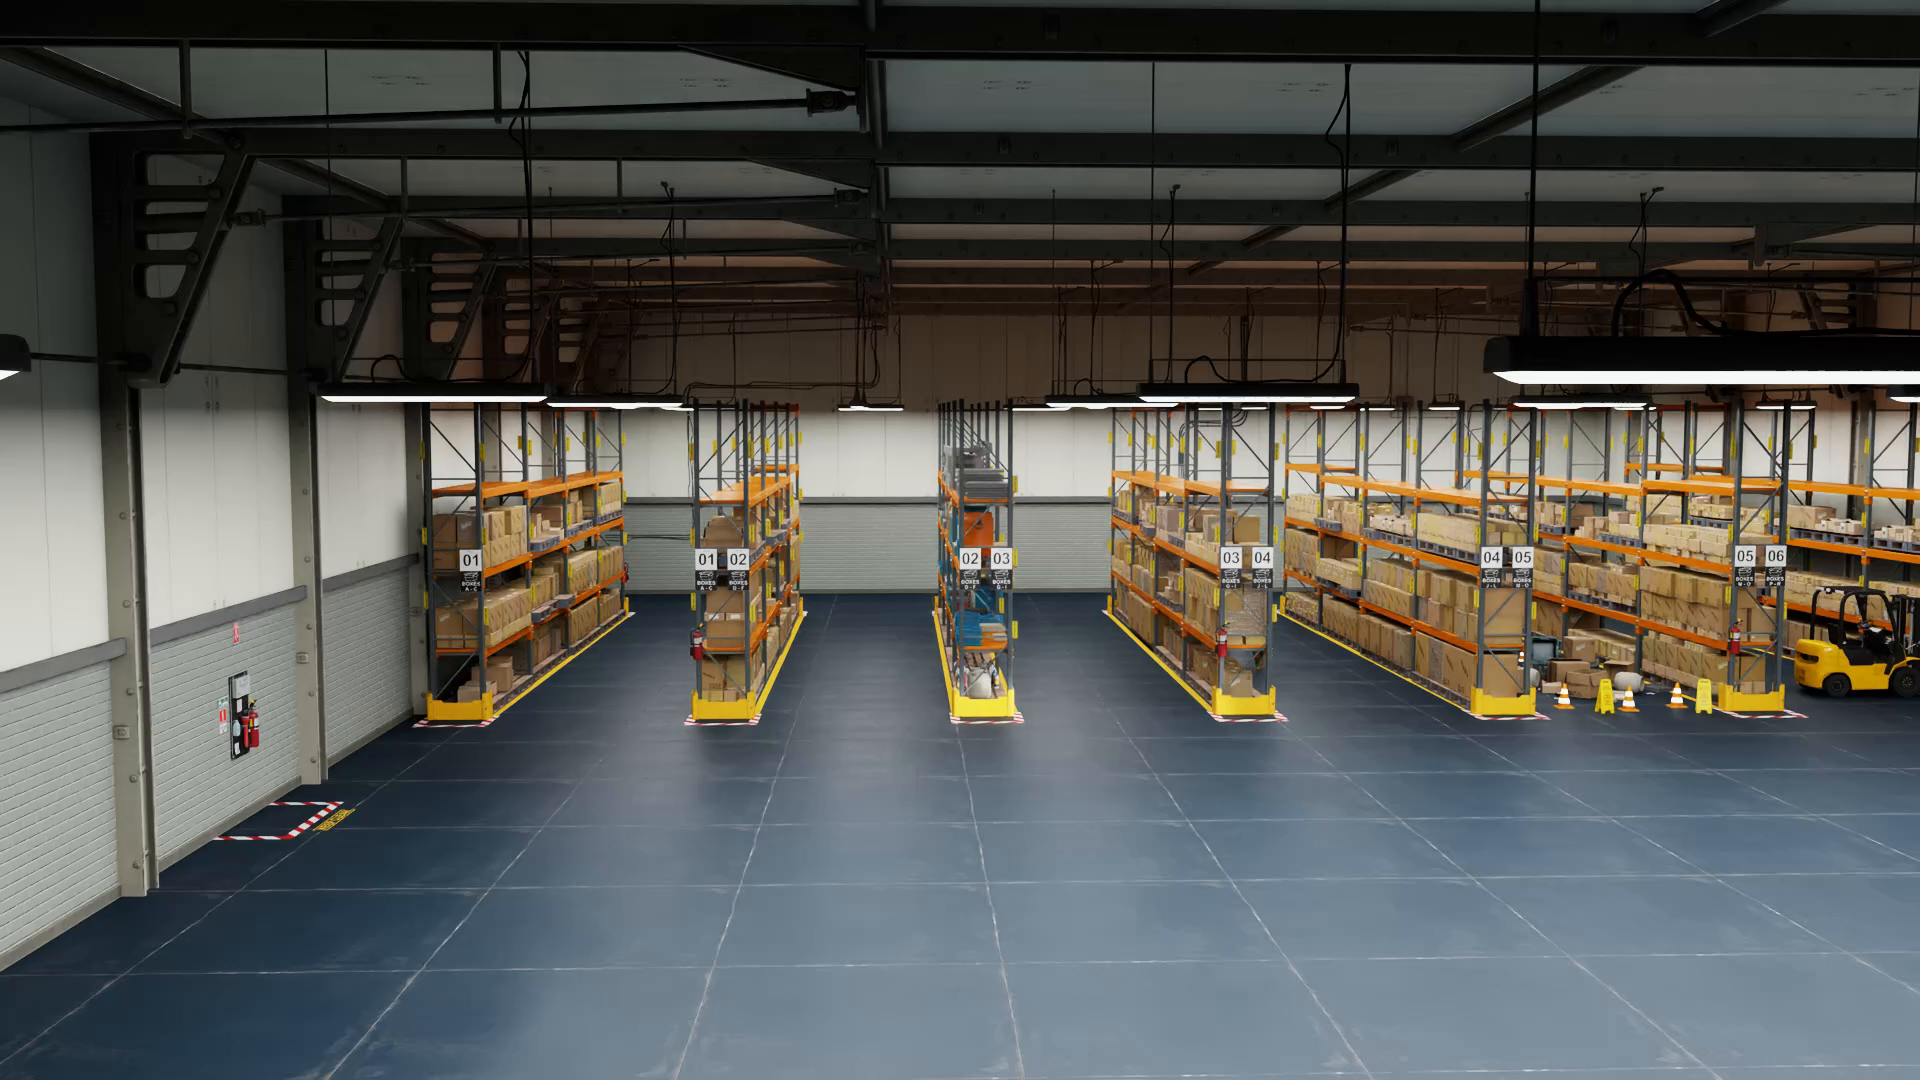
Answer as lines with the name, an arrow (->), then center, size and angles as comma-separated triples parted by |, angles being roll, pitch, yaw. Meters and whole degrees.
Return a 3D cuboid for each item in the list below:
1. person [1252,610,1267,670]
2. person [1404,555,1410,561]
person -> 6.654, 2.042, 37.376 | 0.592, 1.698, 0.765 | 1, 4, 9
person -> 13.516, 1.060, 50.468 | 0.986, 1.660, 0.531 | 2, 5, 23
